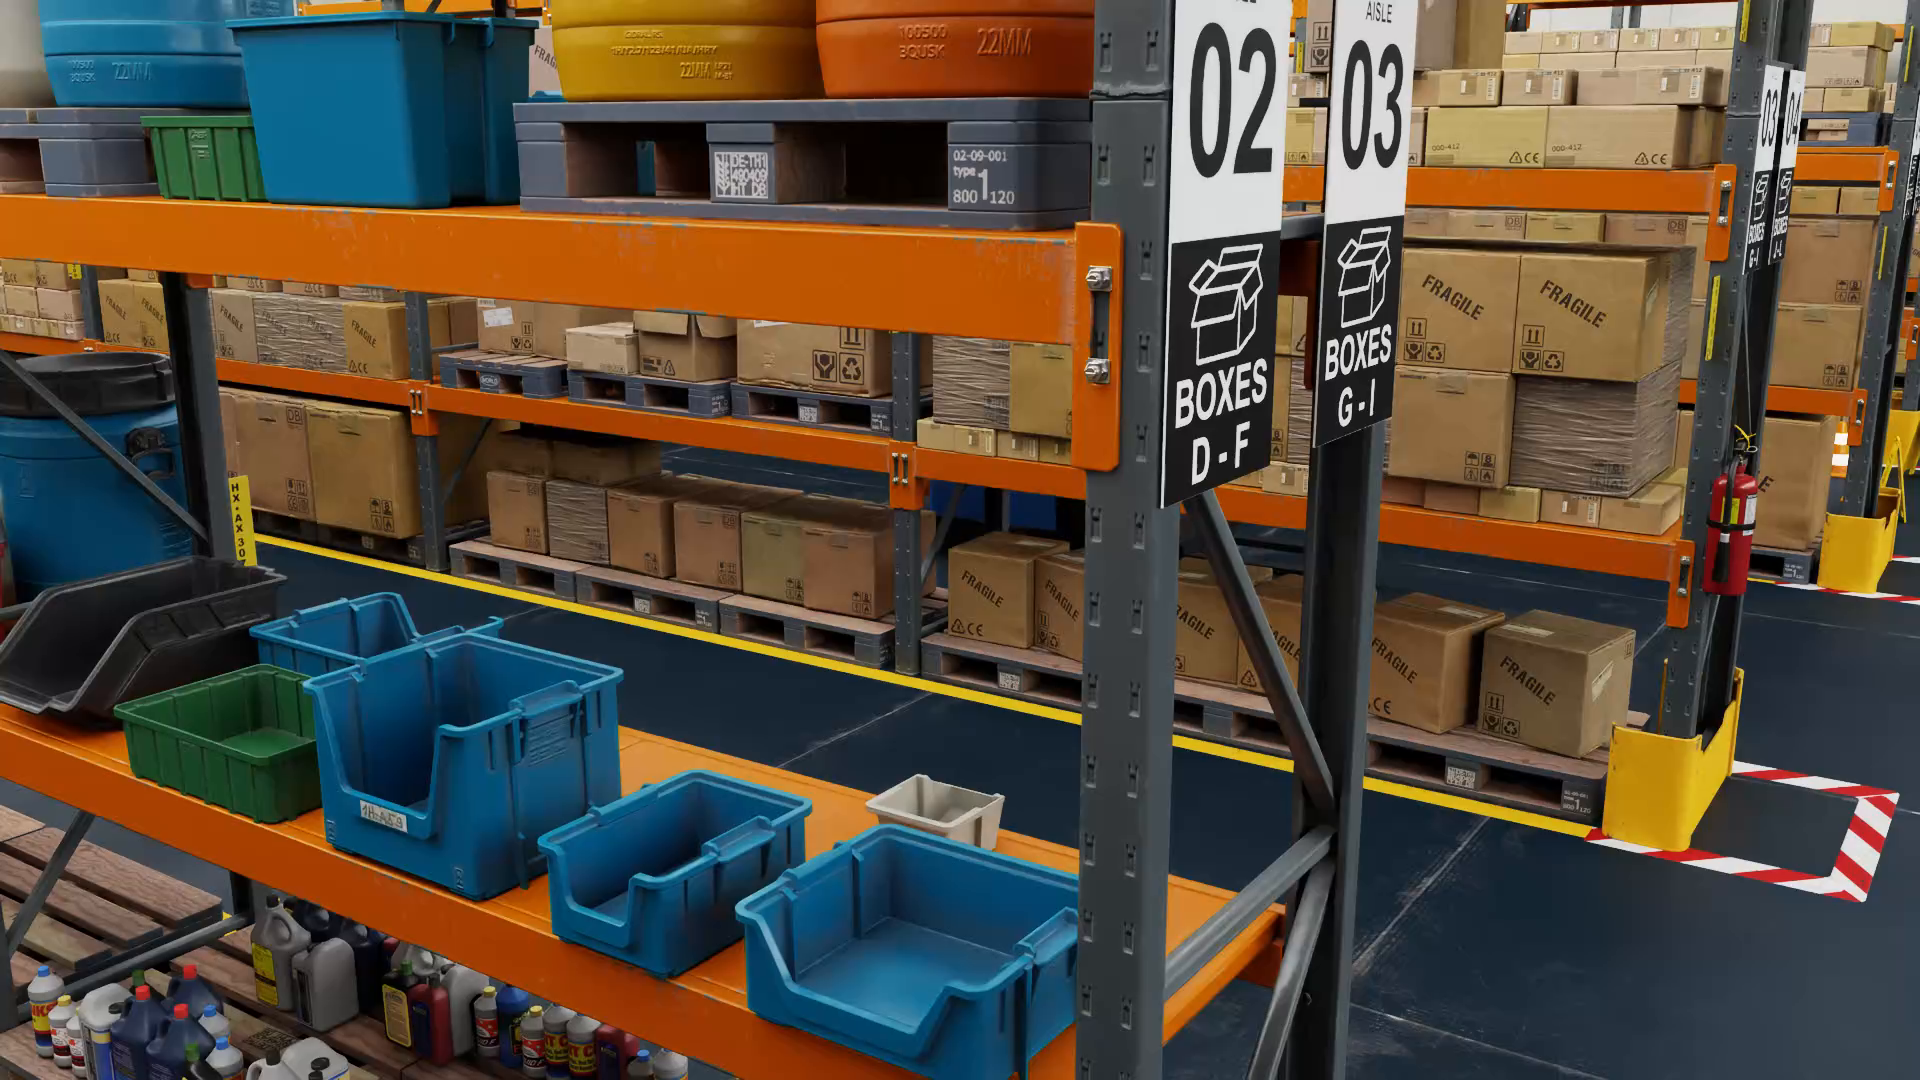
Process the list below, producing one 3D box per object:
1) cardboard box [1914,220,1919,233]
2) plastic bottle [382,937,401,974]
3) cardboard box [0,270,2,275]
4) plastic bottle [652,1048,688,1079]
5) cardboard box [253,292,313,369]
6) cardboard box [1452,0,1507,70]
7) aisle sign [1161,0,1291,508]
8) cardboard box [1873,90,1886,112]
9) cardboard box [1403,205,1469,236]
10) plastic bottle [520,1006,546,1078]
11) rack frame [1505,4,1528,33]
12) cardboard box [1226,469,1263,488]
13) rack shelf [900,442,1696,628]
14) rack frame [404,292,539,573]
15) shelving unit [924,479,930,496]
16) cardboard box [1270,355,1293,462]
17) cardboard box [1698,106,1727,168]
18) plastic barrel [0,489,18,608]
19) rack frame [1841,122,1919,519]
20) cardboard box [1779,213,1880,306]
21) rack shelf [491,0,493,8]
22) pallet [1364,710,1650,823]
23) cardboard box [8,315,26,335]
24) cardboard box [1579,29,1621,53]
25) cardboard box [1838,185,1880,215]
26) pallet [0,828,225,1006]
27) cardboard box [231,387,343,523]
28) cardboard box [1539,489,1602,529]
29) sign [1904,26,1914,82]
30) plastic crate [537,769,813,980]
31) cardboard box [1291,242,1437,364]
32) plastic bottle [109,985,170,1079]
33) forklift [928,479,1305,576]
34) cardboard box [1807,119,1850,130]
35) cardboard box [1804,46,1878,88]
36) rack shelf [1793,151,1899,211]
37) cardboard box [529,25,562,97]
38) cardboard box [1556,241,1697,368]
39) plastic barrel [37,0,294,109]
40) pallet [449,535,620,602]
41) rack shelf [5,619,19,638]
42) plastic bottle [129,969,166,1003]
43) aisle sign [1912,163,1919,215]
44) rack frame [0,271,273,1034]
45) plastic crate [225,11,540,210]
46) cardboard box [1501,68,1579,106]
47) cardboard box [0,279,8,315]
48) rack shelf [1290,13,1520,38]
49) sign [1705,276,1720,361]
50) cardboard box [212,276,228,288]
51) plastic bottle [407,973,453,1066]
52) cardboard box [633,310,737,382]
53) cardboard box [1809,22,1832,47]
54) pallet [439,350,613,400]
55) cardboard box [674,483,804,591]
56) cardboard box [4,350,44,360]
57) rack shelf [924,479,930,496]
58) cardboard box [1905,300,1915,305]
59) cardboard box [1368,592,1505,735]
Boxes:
[{"bbox_3d":[10.910,-3.612,19.115,0.250,0.149,0.380,9,17,34],"label":"cardboard box"},{"bbox_3d":[-1.786,1.361,5.322,0.133,0.283,0.061,11,17,37],"label":"plastic bottle"},{"bbox_3d":[-8.599,-2.333,15.197,0.500,0.250,0.500,9,16,31],"label":"cardboard box"},{"bbox_3d":[-0.810,1.529,4.665,0.097,0.271,0.097,0,14,0],"label":"plastic bottle"},{"bbox_3d":[-4.745,-1.539,12.089,0.500,0.500,0.500,9,16,31],"label":"cardboard box"},{"bbox_3d":[2.203,-2.408,7.699,0.500,0.500,0.500,9,17,33],"label":"cardboard box"},{"bbox_3d":[0.414,-0.469,2.566,0.004,0.787,0.394,9,17,33],"label":"aisle sign"},{"bbox_3d":[6.031,-2.935,11.137,0.250,0.149,0.380,9,17,33],"label":"cardboard box"},{"bbox_3d":[3.625,-2.266,12.674,0.550,0.550,0.875,9,17,33],"label":"cardboard box"},{"bbox_3d":[-1.260,1.491,4.967,0.097,0.201,0.097,0,14,0],"label":"plastic bottle"},{"bbox_3d":[5.496,-5.688,16.574,0.127,3.000,1.000,9,17,33],"label":"rack frame"},{"bbox_3d":[1.461,-0.366,8.084,0.250,0.149,0.380,9,17,33],"label":"cardboard box"},{"bbox_3d":[1.625,-0.183,8.316,4.000,0.370,1.077,9,17,33],"label":"rack shelf"},{"bbox_3d":[-3.354,-1.337,11.480,0.127,3.000,1.000,9,17,33],"label":"rack frame"},{"bbox_3d":[-0.218,-0.615,12.311,0.503,1.200,0.258,8,16,30],"label":"shelving unit"},{"bbox_3d":[1.562,-0.724,8.178,0.500,0.500,0.875,9,17,33],"label":"cardboard box"},{"bbox_3d":[3.029,-1.763,7.273,0.500,0.250,0.500,10,17,34],"label":"cardboard box"},{"bbox_3d":[-3.471,-0.051,6.002,0.433,0.535,0.433,0,14,0],"label":"plastic barrel"},{"bbox_3d":[6.136,-1.239,11.086,0.127,3.000,1.000,9,17,33],"label":"rack frame"},{"bbox_3d":[5.850,-1.894,11.171,0.550,0.550,0.875,9,17,33],"label":"cardboard box"},{"bbox_3d":[-5.013,-3.973,11.977,4.000,0.370,1.077,9,17,33],"label":"rack shelf"},{"bbox_3d":[2.567,0.964,7.991,1.213,0.211,1.003,9,17,33],"label":"pallet"},{"bbox_3d":[-7.749,-1.830,13.996,0.250,0.149,0.380,10,17,34],"label":"cardboard box"},{"bbox_3d":[4.402,-3.395,11.333,0.250,0.149,0.380,9,17,33],"label":"cardboard box"},{"bbox_3d":[8.269,-2.943,15.061,0.500,0.500,0.700,9,16,31],"label":"cardboard box"},{"bbox_3d":[-3.472,1.443,6.053,1.213,0.211,1.003,9,17,33],"label":"pallet"},{"bbox_3d":[-4.650,-0.727,12.564,0.875,0.875,1.225,9,17,33],"label":"cardboard box"},{"bbox_3d":[2.726,-0.172,7.300,0.250,0.149,0.380,9,17,33],"label":"cardboard box"},{"bbox_3d":[5.822,-2.980,10.199,0.005,0.325,0.100,9,17,33],"label":"sign"},{"bbox_3d":[-0.598,0.700,3.561,0.408,0.251,0.499,9,17,33],"label":"plastic crate"},{"bbox_3d":[1.858,-1.100,7.616,0.500,0.500,0.500,9,17,33],"label":"cardboard box"},{"bbox_3d":[-2.361,1.451,4.817,0.185,0.351,0.144,10,17,34],"label":"plastic bottle"},{"bbox_3d":[1.294,-1.233,11.204,3.031,2.935,1.130,8,16,30],"label":"forklift"},{"bbox_3d":[7.831,-3.853,15.094,0.500,0.250,0.500,9,16,32],"label":"cardboard box"},{"bbox_3d":[5.574,-3.029,10.686,0.500,0.250,0.500,9,17,34],"label":"cardboard box"},{"bbox_3d":[4.477,-2.614,11.896,4.000,0.370,1.077,9,17,33],"label":"rack shelf"},{"bbox_3d":[-2.267,-2.835,10.041,0.500,0.500,0.500,9,16,31],"label":"cardboard box"},{"bbox_3d":[2.980,-1.070,7.495,0.500,0.500,0.500,9,17,33],"label":"cardboard box"},{"bbox_3d":[-2.033,-1.561,4.227,0.708,0.901,0.600,9,17,33],"label":"plastic barrel"},{"bbox_3d":[-2.706,0.122,11.390,1.213,0.211,1.003,9,17,33],"label":"pallet"},{"bbox_3d":[-4.459,0.268,6.493,4.000,0.370,1.077,9,17,33],"label":"rack shelf"},{"bbox_3d":[-2.437,1.439,5.004,0.133,0.283,0.061,9,17,33],"label":"plastic bottle"},{"bbox_3d":[6.363,-2.551,10.977,0.004,0.787,0.394,9,17,33],"label":"aisle sign"},{"bbox_3d":[-2.799,0.187,5.323,0.127,3.000,1.000,9,17,33],"label":"rack frame"},{"bbox_3d":[-1.230,-0.920,3.589,0.575,0.384,0.392,9,17,33],"label":"plastic crate"},{"bbox_3d":[2.441,-1.889,6.950,0.250,0.149,0.380,8,16,30],"label":"cardboard box"},{"bbox_3d":[-8.040,-2.089,14.212,0.500,0.250,0.500,10,17,34],"label":"cardboard box"},{"bbox_3d":[3.836,-5.413,17.792,4.000,0.370,1.077,9,17,33],"label":"rack shelf"},{"bbox_3d":[2.958,-0.871,6.533,0.005,0.325,0.100,9,17,33],"label":"sign"},{"bbox_3d":[-5.575,-2.230,12.794,0.637,0.503,0.797,9,17,33],"label":"cardboard box"},{"bbox_3d":[-1.603,1.434,5.024,0.133,0.283,0.061,9,17,33],"label":"plastic bottle"},{"bbox_3d":[-1.525,-1.268,10.115,0.637,0.503,0.797,11,18,38],"label":"cardboard box"},{"bbox_3d":[5.461,-3.224,10.643,0.250,0.149,0.380,9,17,33],"label":"cardboard box"},{"bbox_3d":[-2.703,-1.169,11.203,1.003,0.211,1.213,9,17,33],"label":"pallet"},{"bbox_3d":[-1.382,-0.030,10.487,0.500,0.500,0.700,8,16,28],"label":"cardboard box"},{"bbox_3d":[-7.923,-1.271,14.761,0.875,0.875,0.875,9,17,33],"label":"cardboard box"},{"bbox_3d":[-0.218,-0.357,12.375,0.480,0.148,0.258,8,16,30],"label":"rack shelf"},{"bbox_3d":[11.289,-2.686,19.701,0.500,0.250,0.500,9,16,32],"label":"cardboard box"},{"bbox_3d":[2.260,0.585,8.044,0.500,0.500,0.500,-12,18,-39],"label":"cardboard box"}]
